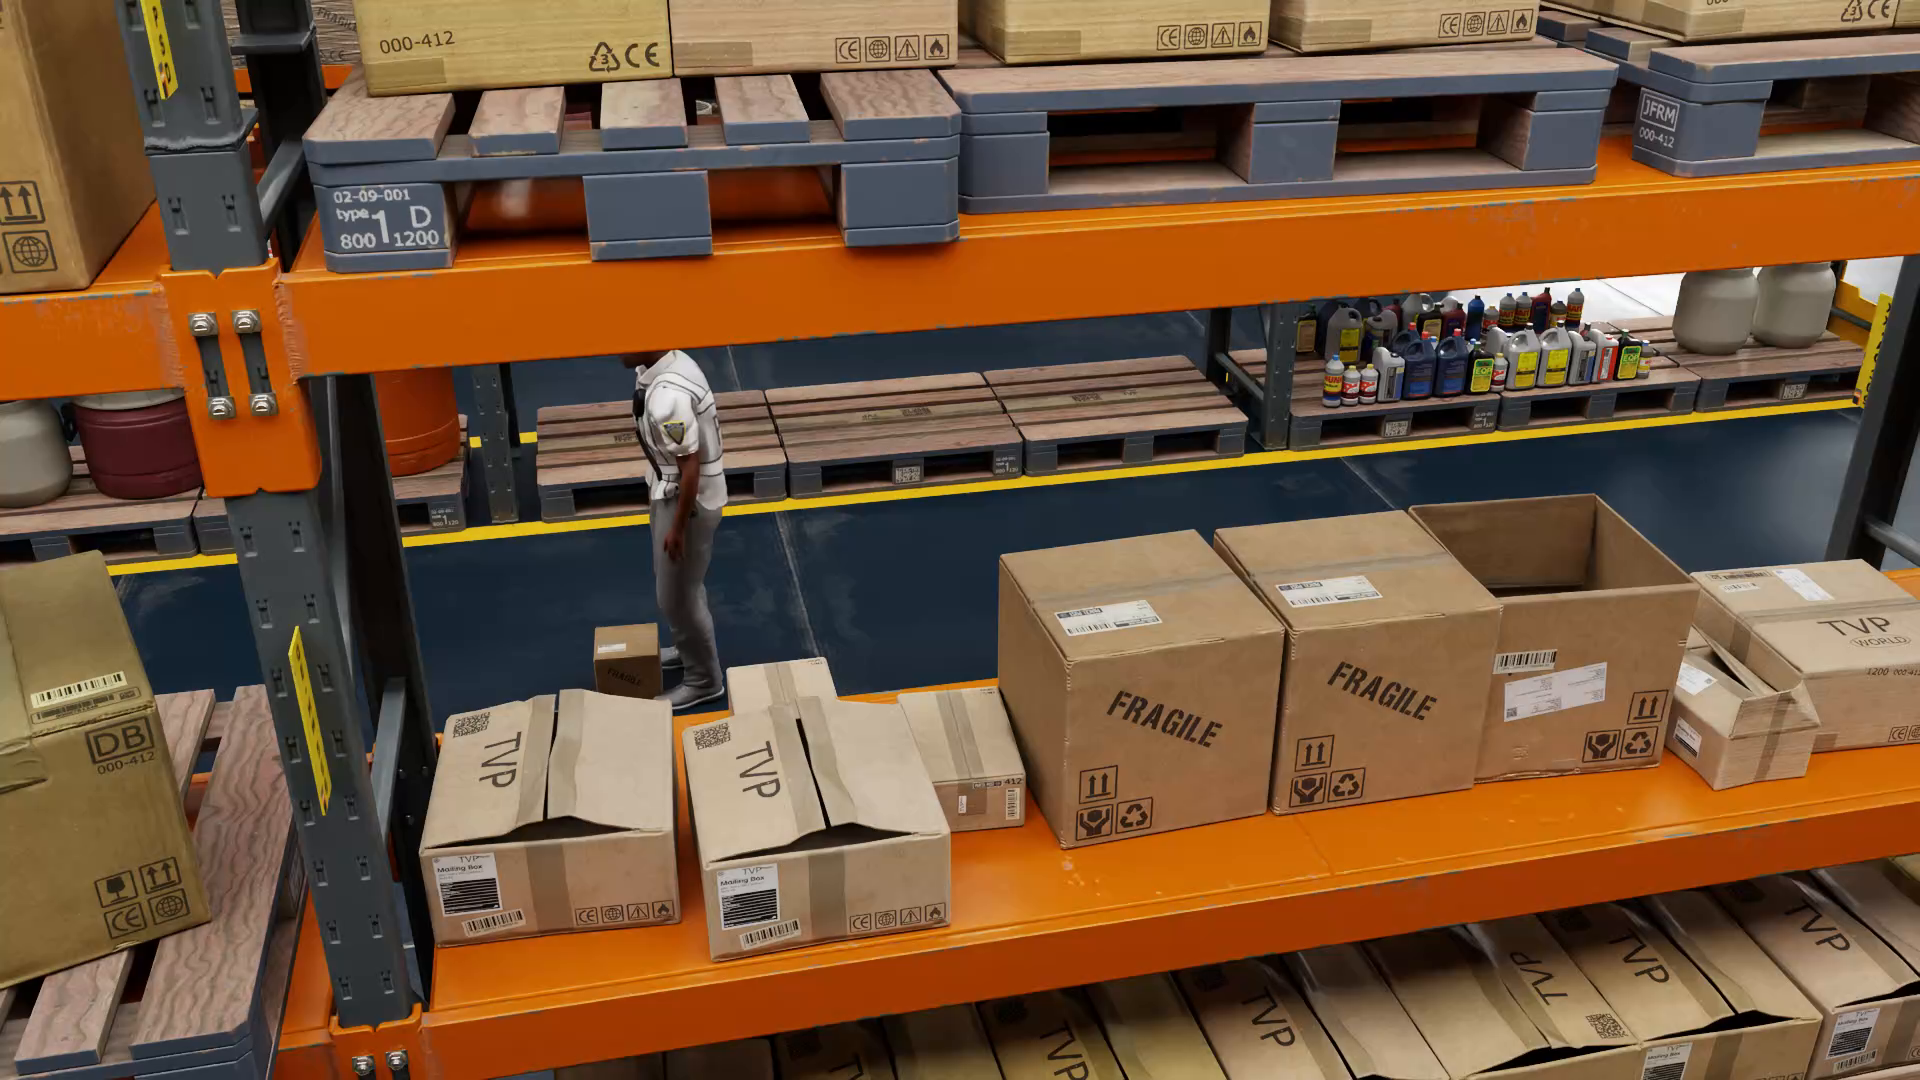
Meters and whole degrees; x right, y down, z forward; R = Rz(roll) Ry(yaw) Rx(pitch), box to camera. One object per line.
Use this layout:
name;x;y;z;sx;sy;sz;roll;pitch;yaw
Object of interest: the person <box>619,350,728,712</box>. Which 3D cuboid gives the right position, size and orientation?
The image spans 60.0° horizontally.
person;-1.097;-0.145;6.398;0.392;1.664;0.532;-7;28;-14
